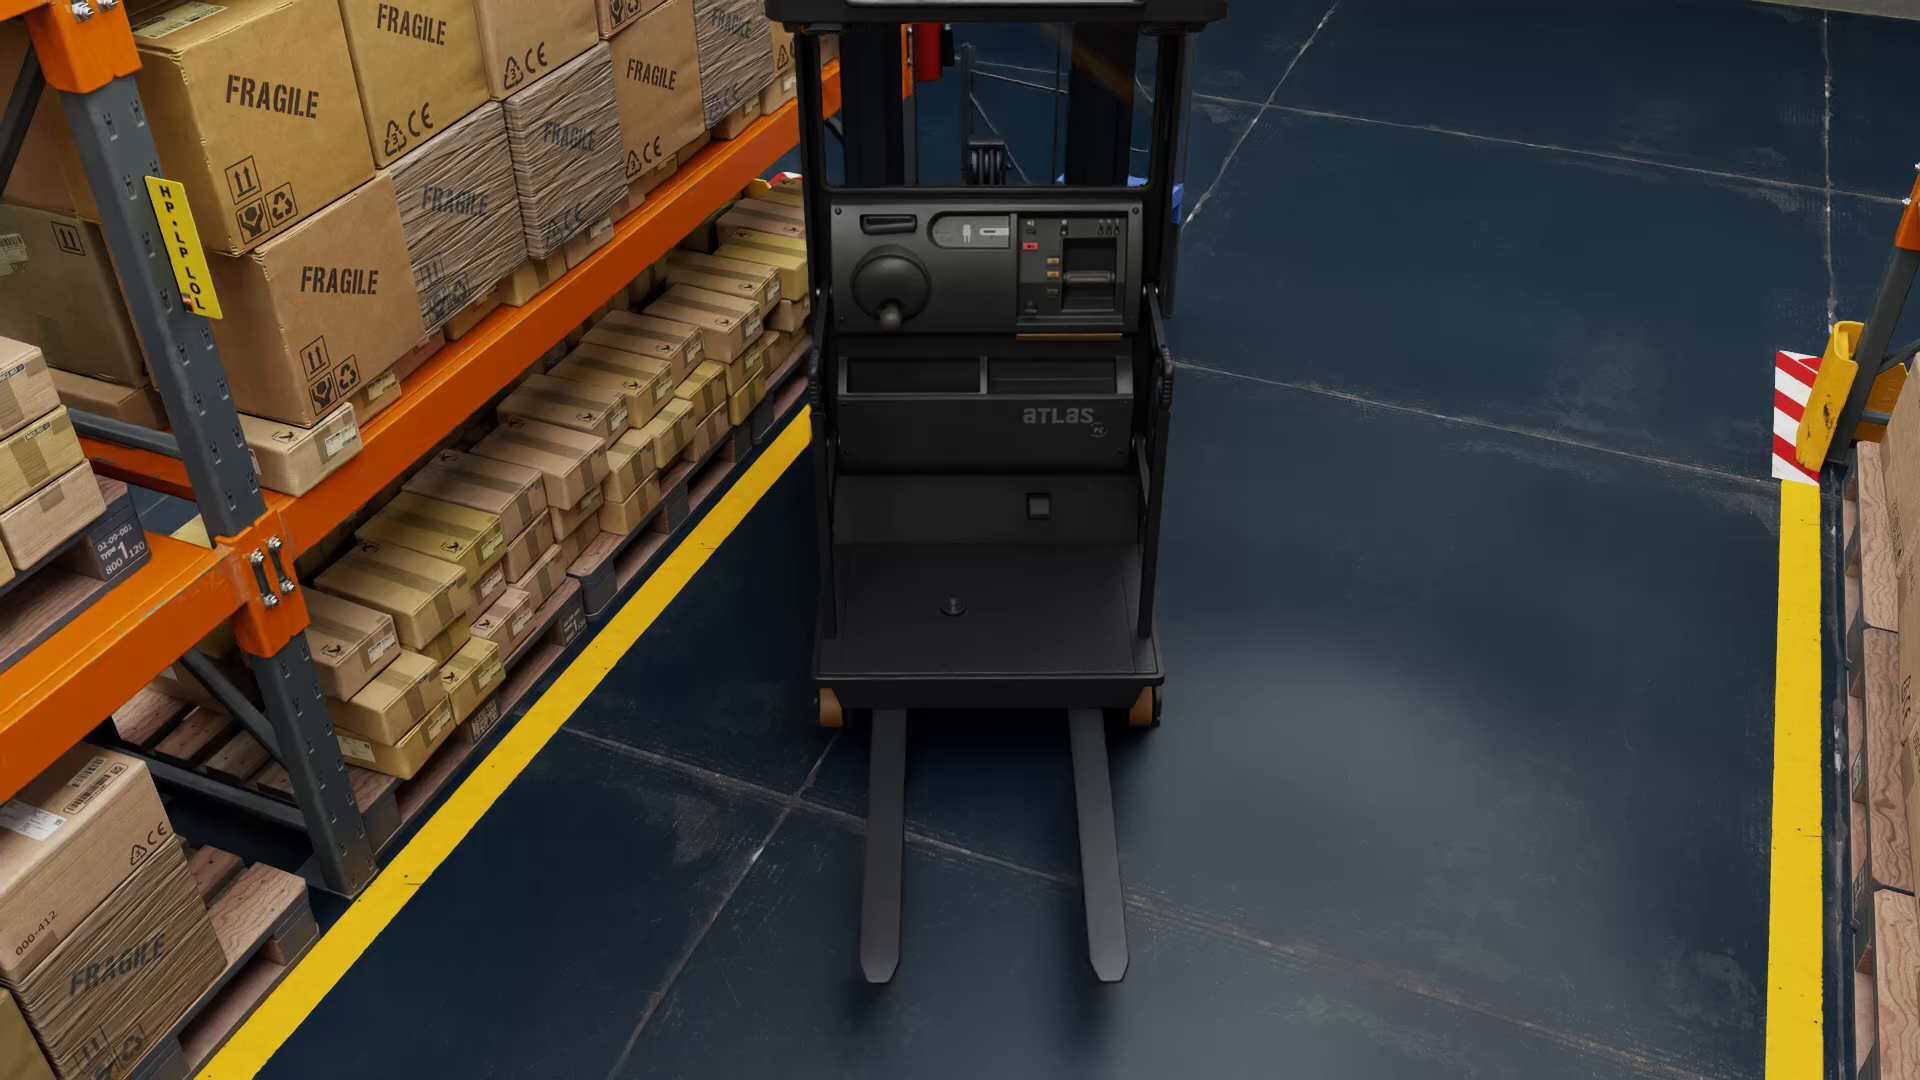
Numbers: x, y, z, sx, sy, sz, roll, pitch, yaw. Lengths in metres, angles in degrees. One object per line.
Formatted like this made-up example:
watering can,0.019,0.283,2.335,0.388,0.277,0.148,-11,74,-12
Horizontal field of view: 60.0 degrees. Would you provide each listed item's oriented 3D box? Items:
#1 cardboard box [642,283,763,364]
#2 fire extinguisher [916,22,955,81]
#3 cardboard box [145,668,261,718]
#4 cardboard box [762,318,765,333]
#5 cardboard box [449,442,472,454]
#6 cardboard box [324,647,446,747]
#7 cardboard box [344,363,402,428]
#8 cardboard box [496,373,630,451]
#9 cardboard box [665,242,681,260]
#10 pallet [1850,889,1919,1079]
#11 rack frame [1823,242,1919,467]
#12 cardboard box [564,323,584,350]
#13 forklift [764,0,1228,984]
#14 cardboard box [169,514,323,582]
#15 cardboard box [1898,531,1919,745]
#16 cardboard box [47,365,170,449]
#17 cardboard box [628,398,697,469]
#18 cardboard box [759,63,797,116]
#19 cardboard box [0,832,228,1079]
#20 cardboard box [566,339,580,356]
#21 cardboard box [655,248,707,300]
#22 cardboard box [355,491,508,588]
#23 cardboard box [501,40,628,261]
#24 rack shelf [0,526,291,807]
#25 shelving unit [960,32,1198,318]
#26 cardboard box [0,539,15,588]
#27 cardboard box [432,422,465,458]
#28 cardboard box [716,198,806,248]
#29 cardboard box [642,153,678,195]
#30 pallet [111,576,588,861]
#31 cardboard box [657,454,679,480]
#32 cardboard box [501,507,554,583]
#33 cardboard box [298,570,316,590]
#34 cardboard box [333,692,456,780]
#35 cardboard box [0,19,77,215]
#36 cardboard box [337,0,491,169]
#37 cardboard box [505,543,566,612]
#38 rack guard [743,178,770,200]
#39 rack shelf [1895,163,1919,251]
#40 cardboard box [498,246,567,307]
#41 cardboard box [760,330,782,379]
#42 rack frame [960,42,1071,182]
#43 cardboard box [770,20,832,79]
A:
cardboard box,-0.988,-0.834,6.394,0.380,0.149,0.250,15,39,19
fire extinguisher,-0.161,-2.363,7.282,0.296,0.674,0.183,14,39,18
cardboard box,-2.371,0.384,5.261,0.380,0.149,0.250,14,39,18
cardboard box,-1.014,-0.884,6.709,0.380,0.149,0.250,13,39,17
cardboard box,-1.937,-0.254,5.866,0.380,0.149,0.250,15,39,19
cardboard box,-1.772,0.432,4.948,0.380,0.149,0.250,16,40,20
cardboard box,-1.765,-0.436,4.538,0.380,0.149,0.250,15,39,19
cardboard box,-1.395,-0.434,5.859,0.380,0.149,0.250,12,38,16
cardboard box,-1.405,-1.271,6.978,0.380,0.149,0.250,14,39,18
pallet,2.772,1.491,4.079,1.003,0.211,1.213,14,39,18
rack frame,3.933,-1.438,5.668,1.000,3.000,0.127,14,39,18
cardboard box,-1.679,-0.828,6.386,0.380,0.149,0.250,14,39,18
forklift,0.083,-0.750,4.805,1.130,2.935,3.031,0,37,0
cardboard box,-2.250,0.034,5.233,0.380,0.149,0.250,14,39,18
cardboard box,3.434,0.317,5.109,0.875,0.438,0.875,15,39,19
cardboard box,-2.313,-0.405,4.497,0.380,0.149,0.250,13,39,17
cardboard box,-1.195,-0.423,6.093,0.380,0.149,0.250,14,39,18
cardboard box,-0.832,-1.746,6.290,0.380,0.149,0.250,15,39,19
cardboard box,-2.254,1.006,4.136,0.500,0.500,0.500,13,39,17
cardboard box,-1.564,-0.683,6.441,0.380,0.149,0.250,16,40,20
cardboard box,-1.288,-1.129,7.036,0.380,0.149,0.250,14,39,18
cardboard box,-1.672,0.007,5.269,0.380,0.149,0.250,13,39,17
cardboard box,-1.377,-1.217,5.041,0.500,0.500,0.500,13,39,17
rack shelf,-2.966,1.101,2.873,1.077,0.370,4.000,14,39,18
shelving unit,0.489,-1.444,6.930,0.538,1.500,1.048,20,41,25
cardboard box,-2.272,0.047,3.541,0.380,0.149,0.250,14,39,18
cardboard box,-1.974,-0.402,5.816,0.380,0.149,0.250,12,38,16
cardboard box,-0.799,-1.297,7.013,0.380,0.149,0.250,15,39,19
cardboard box,-1.204,-1.320,5.720,0.380,0.149,0.250,15,39,19
pallet,-1.983,0.442,5.482,1.003,0.211,1.213,14,39,18
cardboard box,-1.284,-0.340,6.229,0.380,0.149,0.250,15,39,19
cardboard box,-1.594,-0.020,5.554,0.380,0.149,0.250,12,38,15
cardboard box,-2.288,0.161,5.312,0.380,0.149,0.250,12,38,16
cardboard box,-1.770,0.551,5.038,0.380,0.149,0.250,12,38,16
cardboard box,-2.277,-1.176,4.151,0.500,0.500,0.500,13,39,16
cardboard box,-1.625,-1.339,4.369,0.500,0.500,0.500,13,39,16
cardboard box,-1.572,0.102,5.638,0.380,0.149,0.250,13,39,17
rack guard,-0.712,-1.466,7.794,1.175,0.500,0.348,14,39,18
rack shelf,3.172,-0.042,4.402,1.077,0.370,4.000,14,39,18
cardboard box,-1.447,-0.870,5.118,0.380,0.149,0.250,15,39,19
cardboard box,-0.957,-0.765,6.798,0.380,0.149,0.250,14,39,18
rack frame,0.220,-1.186,6.584,0.500,1.500,0.032,20,41,25
cardboard box,-0.817,-2.077,6.191,0.500,0.500,0.500,13,39,17
